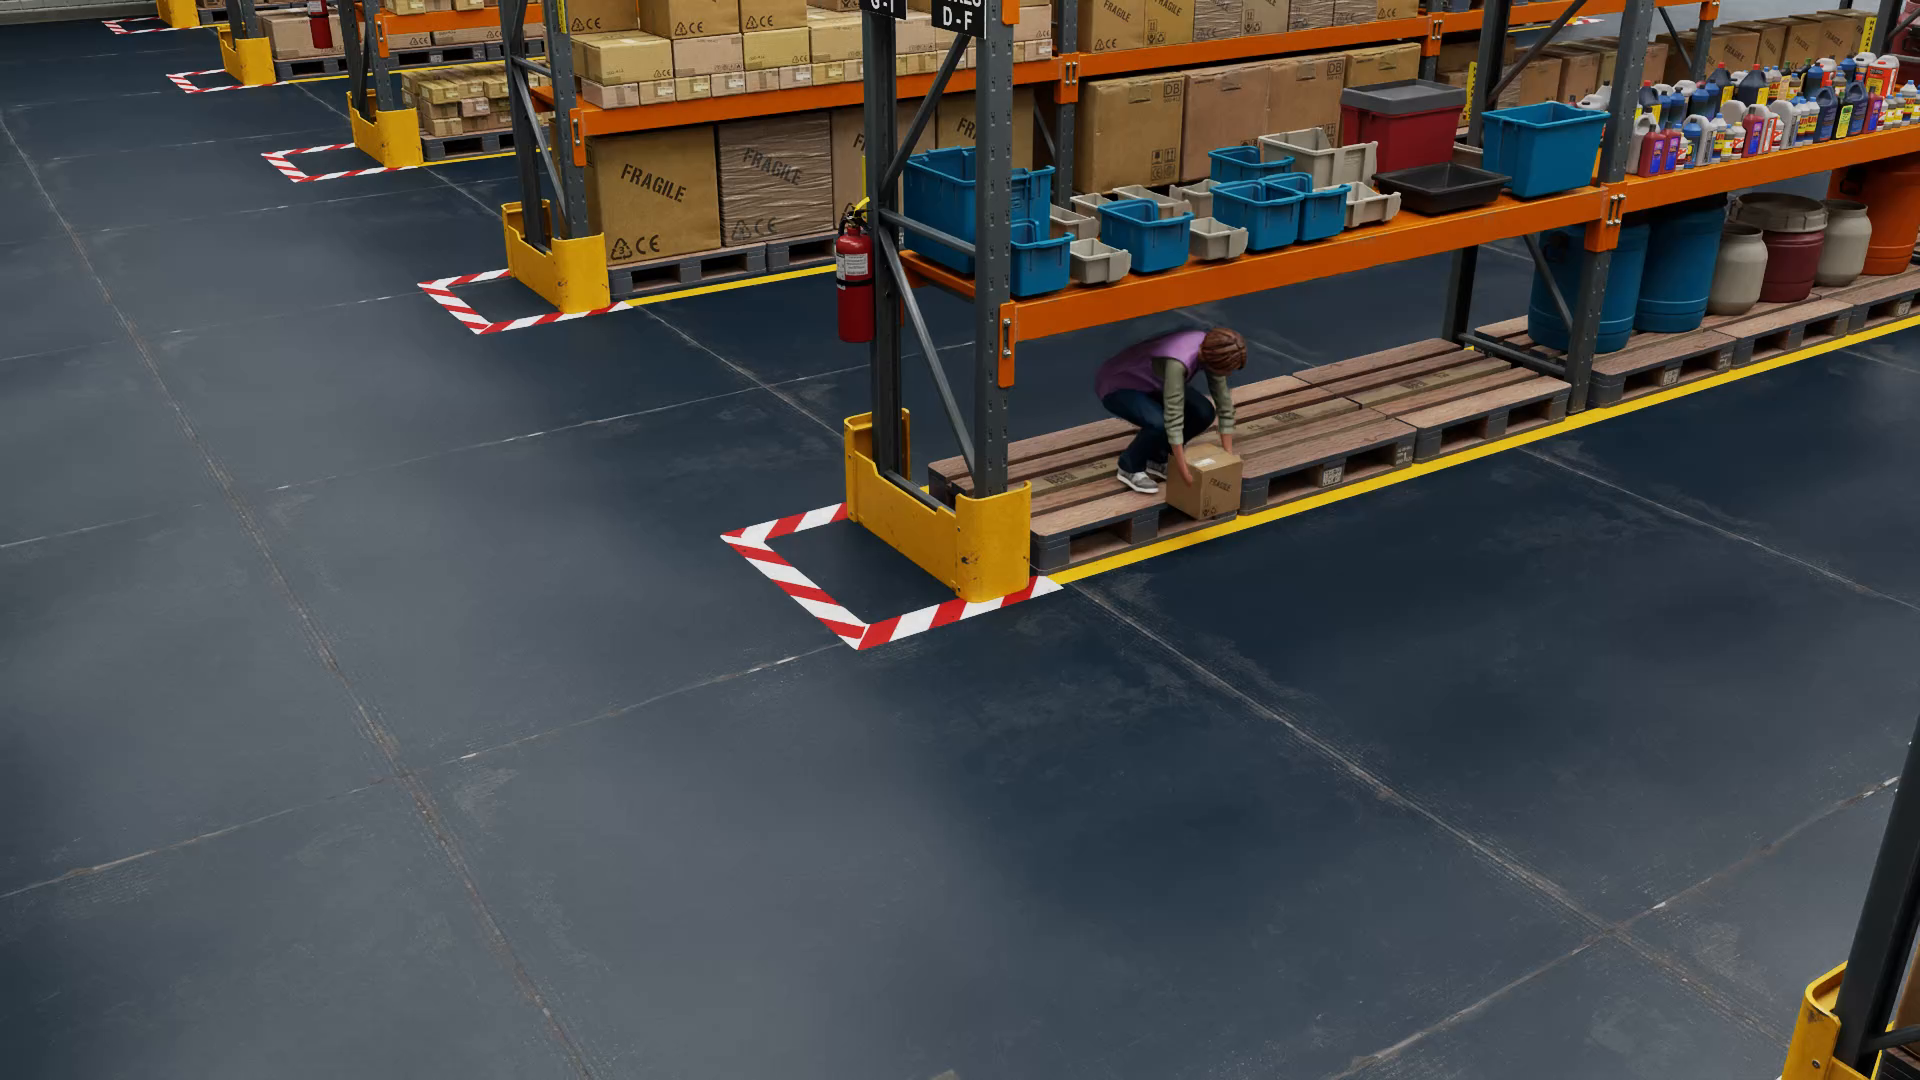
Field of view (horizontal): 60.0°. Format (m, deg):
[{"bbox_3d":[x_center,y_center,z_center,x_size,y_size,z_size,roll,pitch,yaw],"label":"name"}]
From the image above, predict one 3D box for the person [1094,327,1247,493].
[{"bbox_3d":[0.992,-0.651,7.861,0.440,0.860,0.793,-19,31,-34],"label":"person"}]
